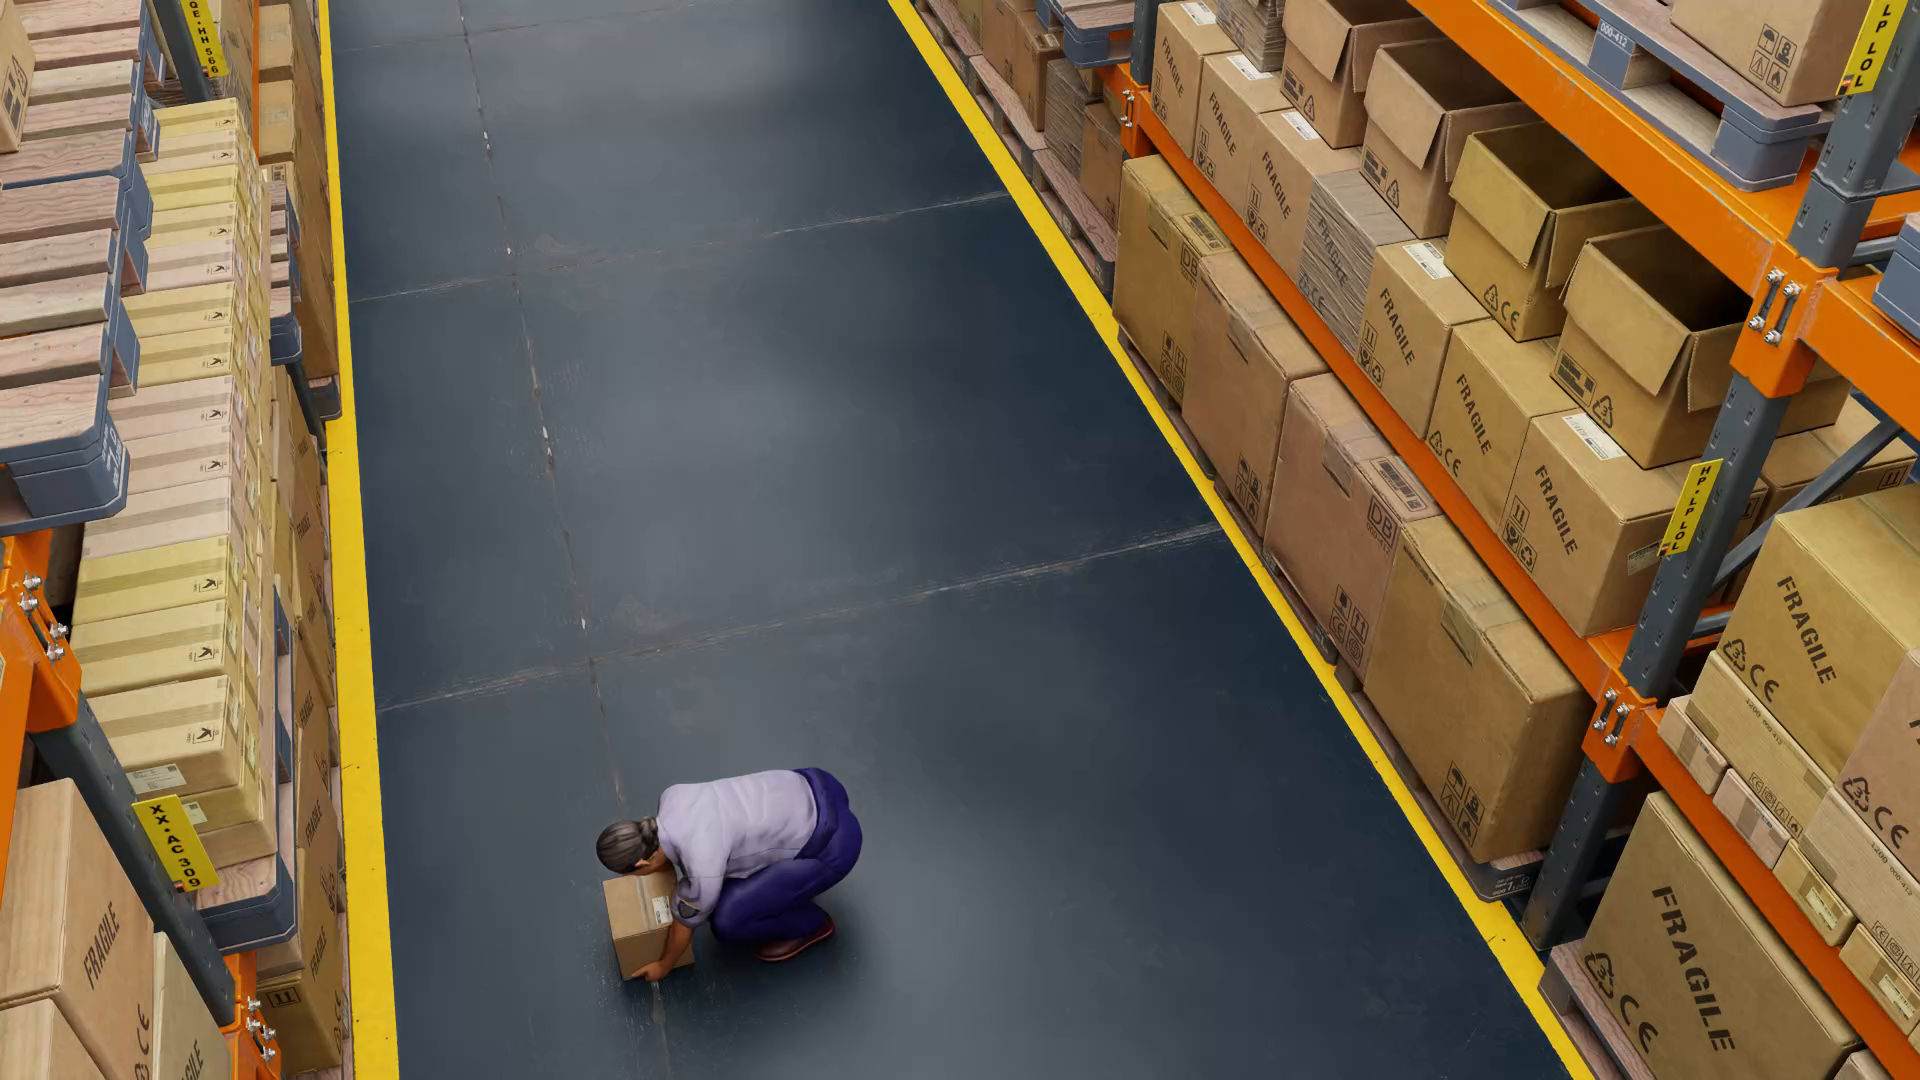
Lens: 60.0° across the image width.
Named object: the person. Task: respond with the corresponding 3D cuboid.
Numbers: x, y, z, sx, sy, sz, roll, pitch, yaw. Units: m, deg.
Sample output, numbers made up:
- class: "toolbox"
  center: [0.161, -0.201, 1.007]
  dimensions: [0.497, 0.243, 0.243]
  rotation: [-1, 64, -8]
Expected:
- class: "person"
  center: [-0.768, 1.113, 5.682]
  dimensions: [0.870, 0.746, 0.506]
  rotation: [-13, 44, -14]
